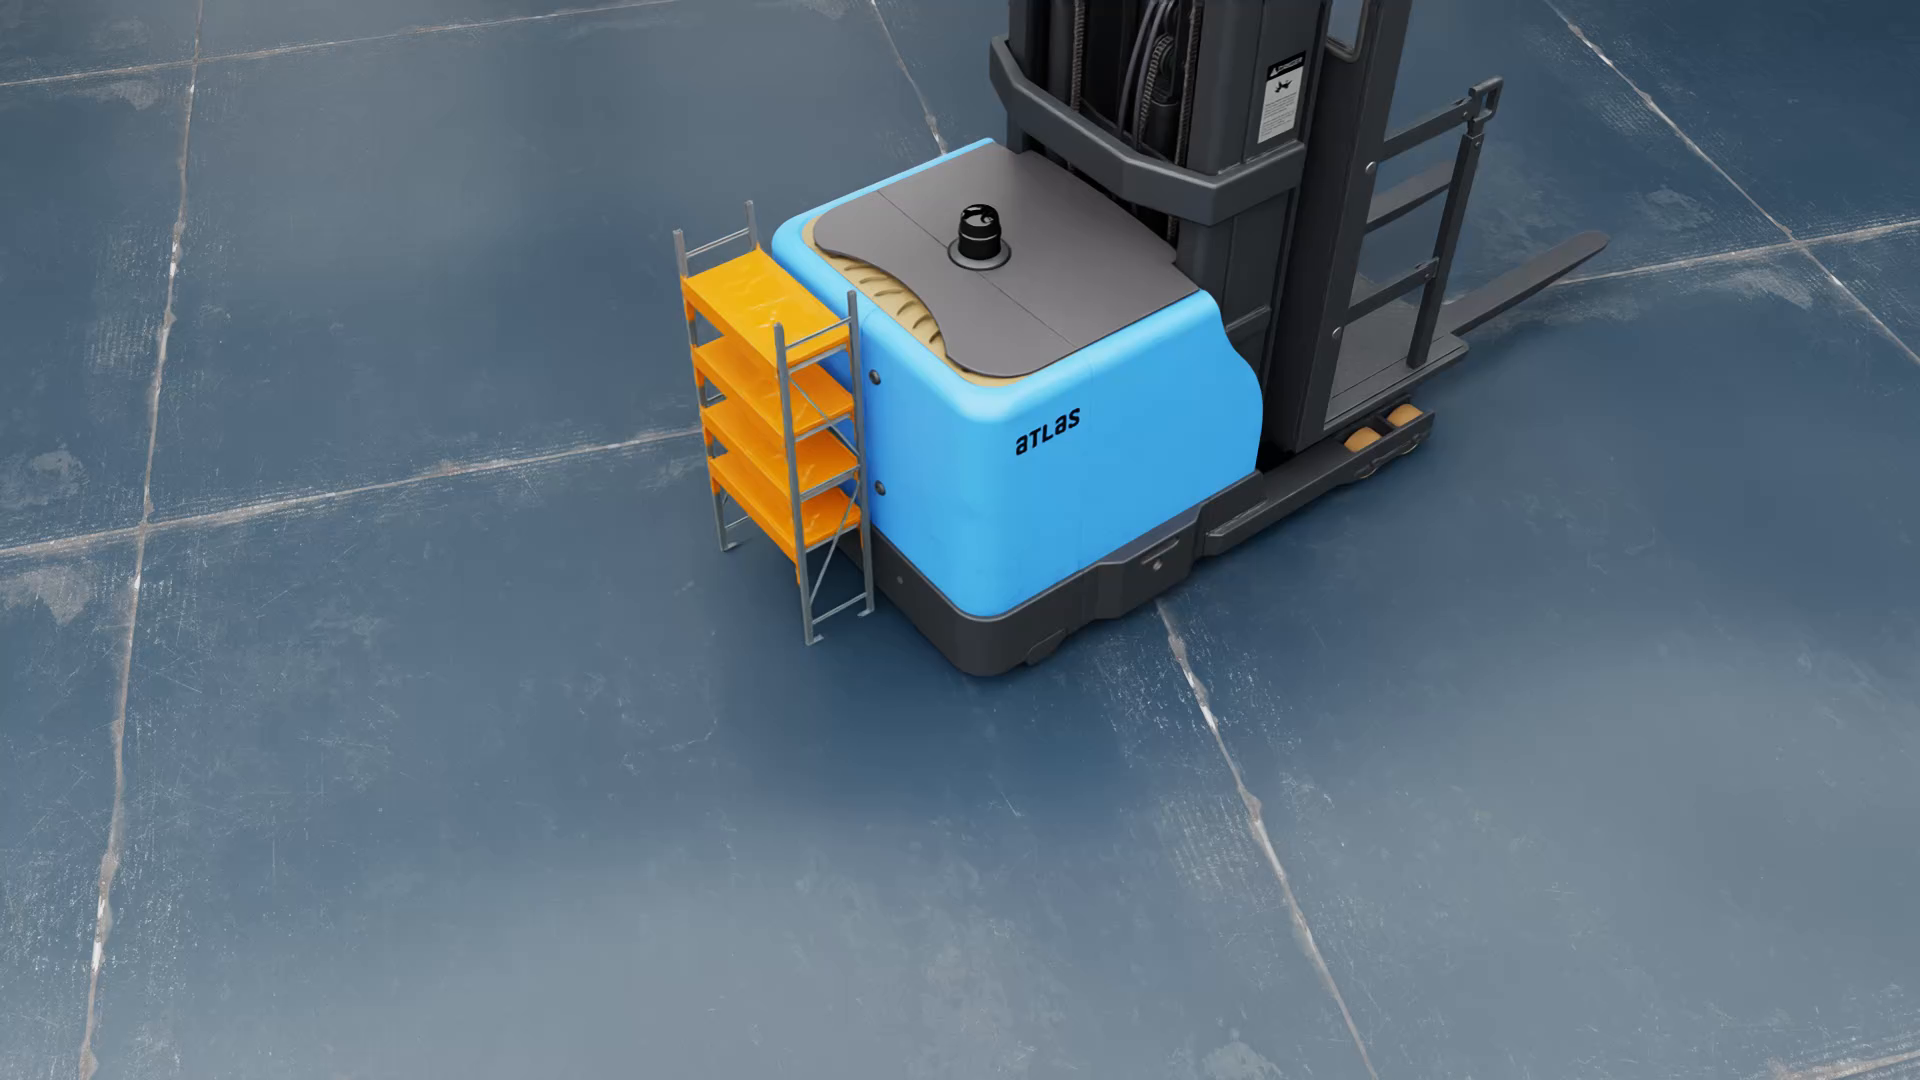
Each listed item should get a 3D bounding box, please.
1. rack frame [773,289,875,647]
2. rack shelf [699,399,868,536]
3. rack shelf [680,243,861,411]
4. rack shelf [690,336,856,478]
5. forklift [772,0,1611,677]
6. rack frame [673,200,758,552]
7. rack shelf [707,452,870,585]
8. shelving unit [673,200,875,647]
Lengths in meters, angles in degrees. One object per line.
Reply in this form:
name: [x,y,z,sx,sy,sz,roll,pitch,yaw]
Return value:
rack frame: [-0.359,-0.158,4.564,0.240,1.200,0.015,-28,52,-25]
rack shelf: [-0.506,-0.250,4.749,0.258,0.148,0.480,-28,52,-25]
rack shelf: [-0.506,-0.572,4.420,0.258,0.148,0.480,-28,52,-25]
rack shelf: [-0.506,-0.407,4.589,0.258,0.148,0.480,-28,52,-25]
forklift: [0.944,-1.502,4.670,3.031,2.935,1.130,-28,52,-25]
rack frame: [-0.653,-0.436,4.837,0.240,1.200,0.015,-28,52,-25]
rack shelf: [-0.506,-0.111,4.891,0.258,0.148,0.480,-28,52,-25]
shelving unit: [-0.506,-0.297,4.701,0.258,1.200,0.503,-28,52,-25]
